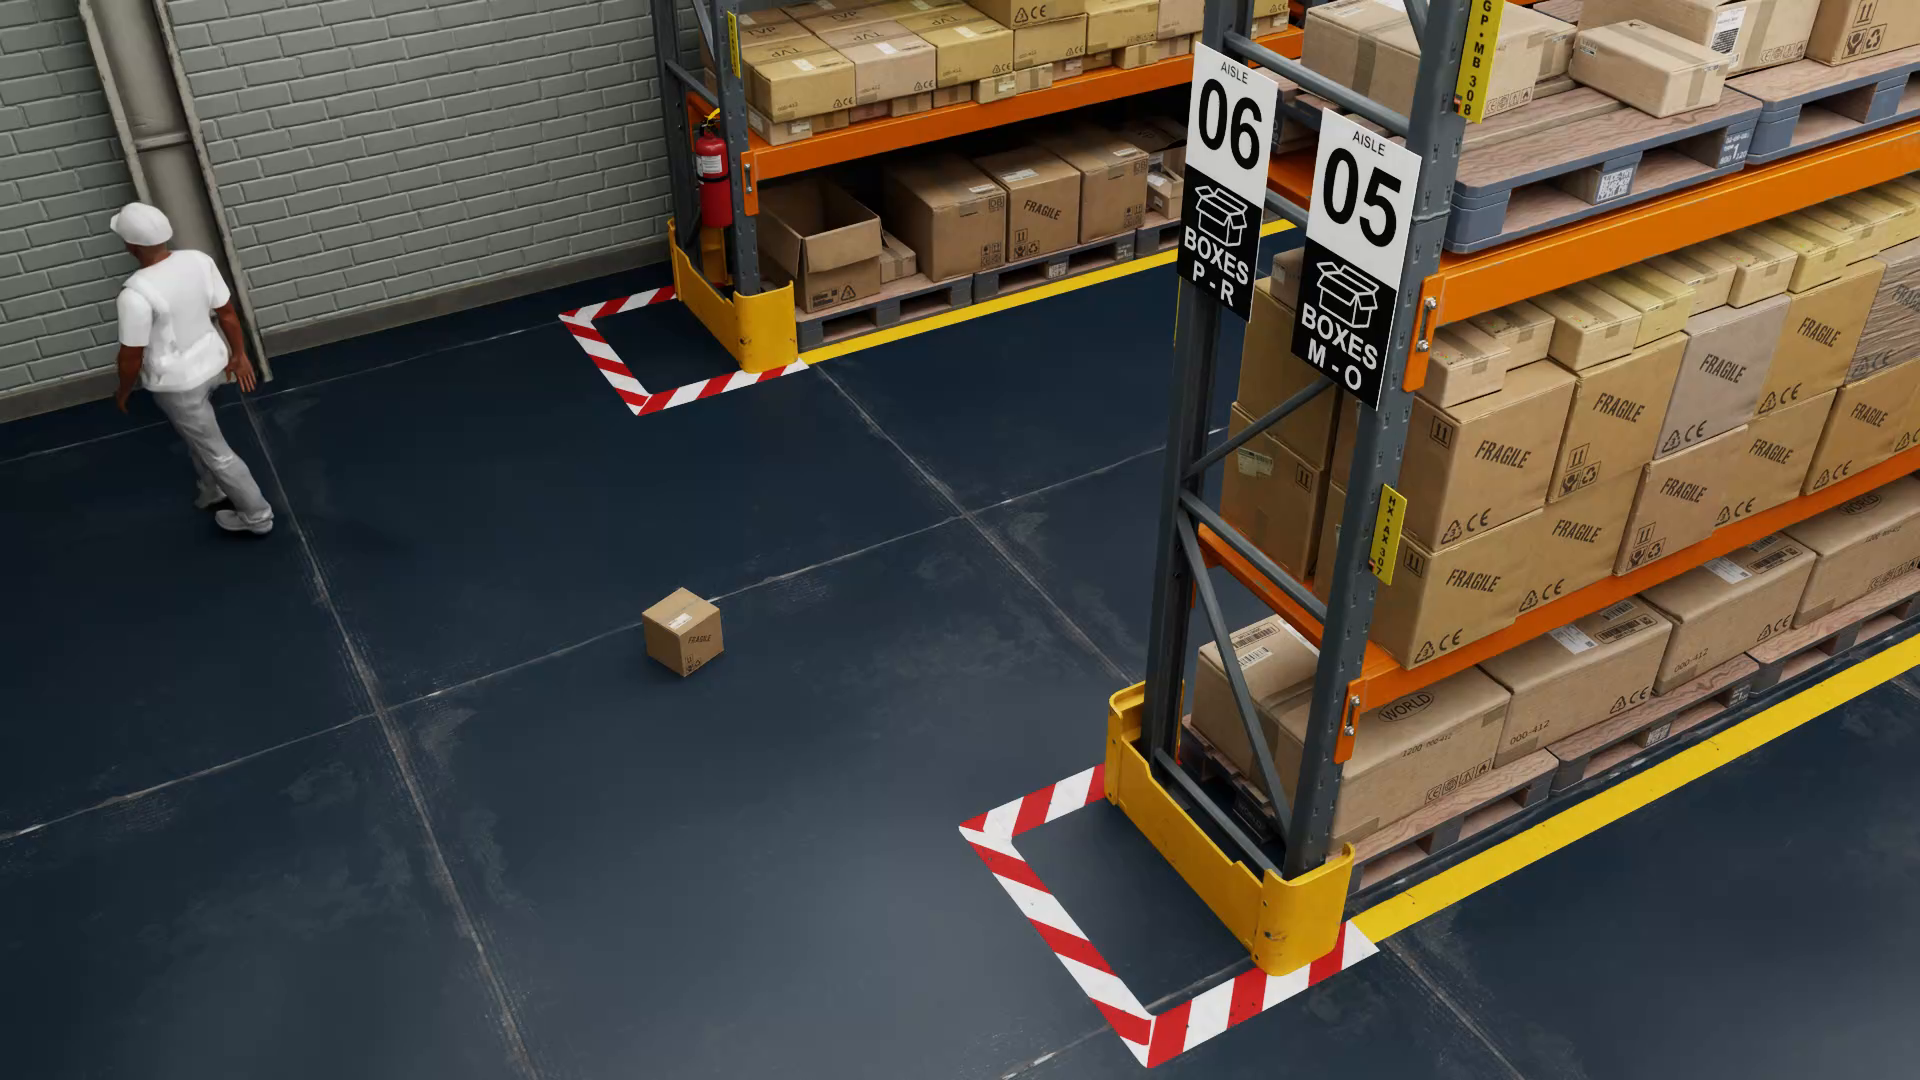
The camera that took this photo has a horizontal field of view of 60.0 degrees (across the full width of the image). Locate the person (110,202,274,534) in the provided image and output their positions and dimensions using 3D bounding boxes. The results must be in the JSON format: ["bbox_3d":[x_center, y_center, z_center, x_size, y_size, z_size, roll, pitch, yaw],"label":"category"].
[{"bbox_3d":[-3.748,-0.775,7.989,0.623,1.838,0.564,9,38,12],"label":"person"}]
